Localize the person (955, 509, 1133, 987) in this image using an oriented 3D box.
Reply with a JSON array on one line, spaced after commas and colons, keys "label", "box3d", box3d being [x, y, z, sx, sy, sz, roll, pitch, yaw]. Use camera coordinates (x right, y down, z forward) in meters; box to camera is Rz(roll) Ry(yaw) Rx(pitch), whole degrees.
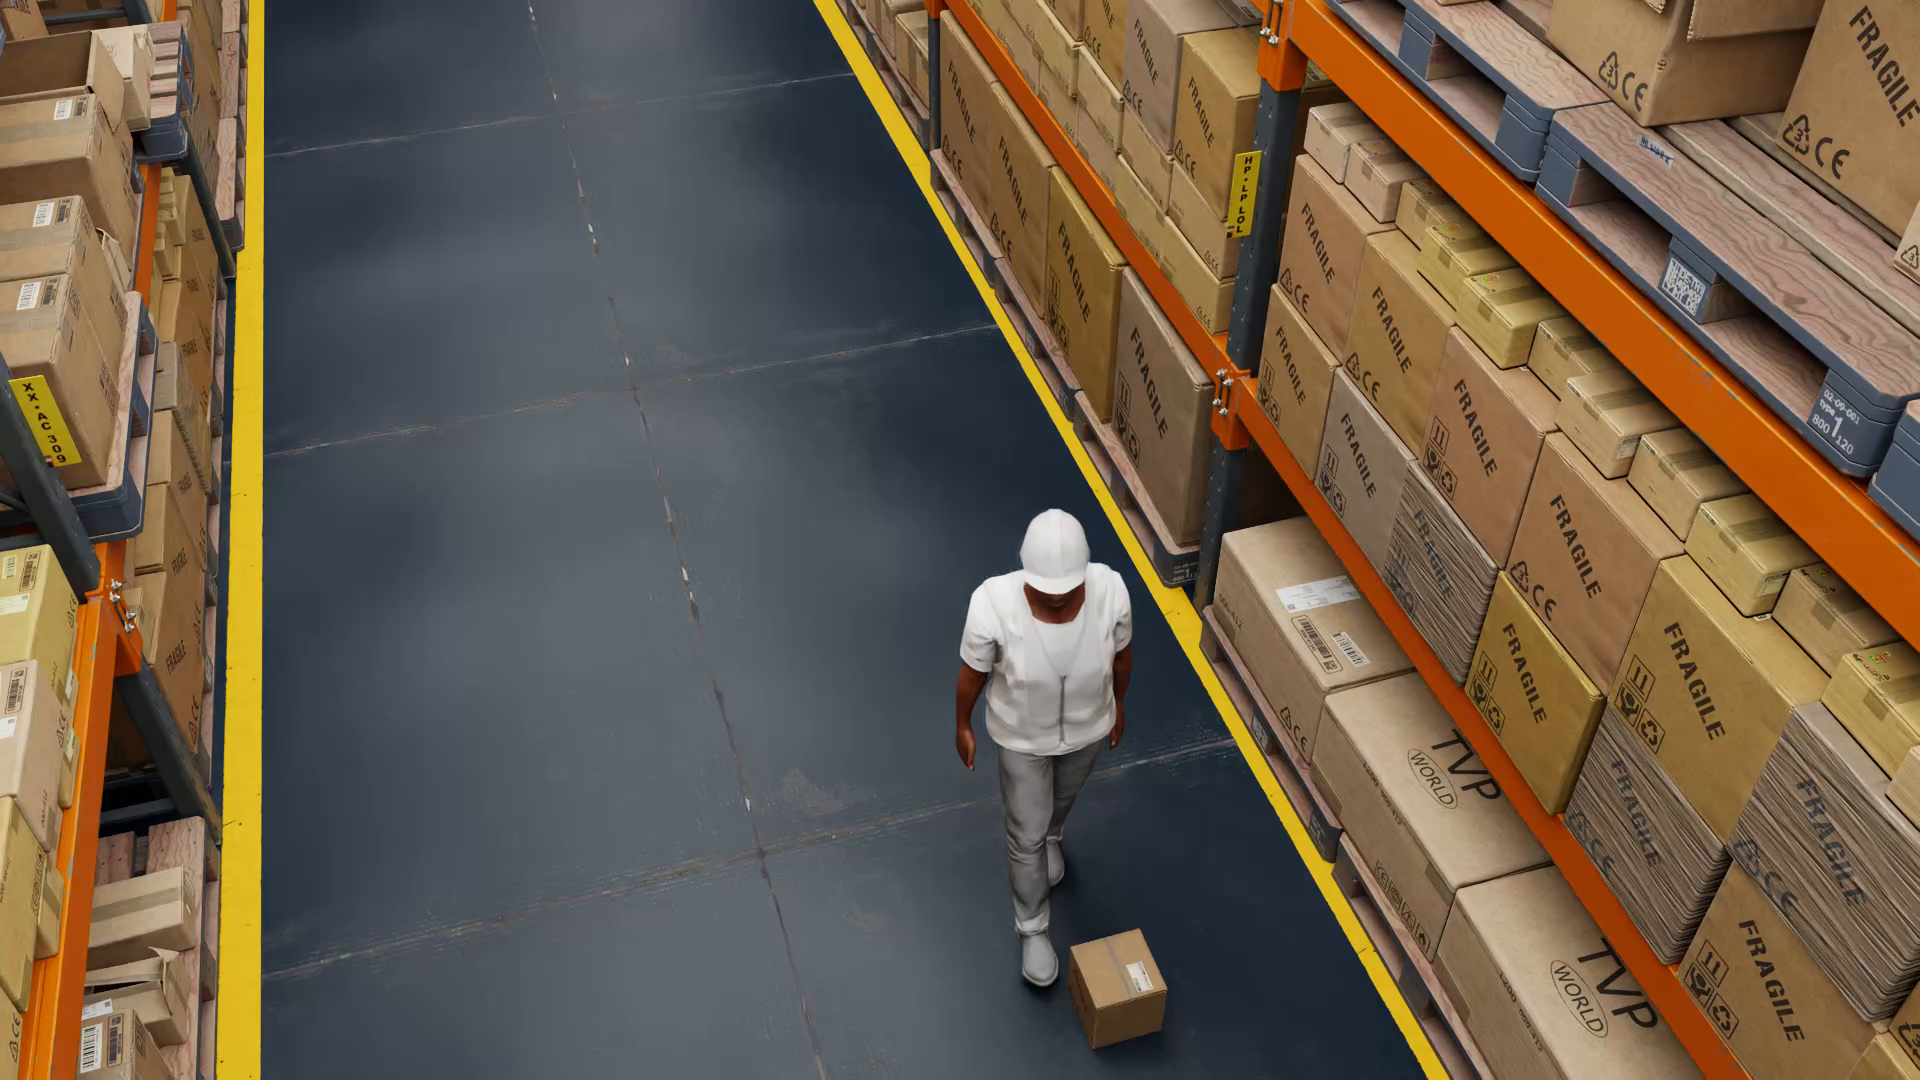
[{"label": "person", "box3d": [0.307, 0.664, 5.397, 0.592, 1.760, 0.745, -9, 43, -10]}]
